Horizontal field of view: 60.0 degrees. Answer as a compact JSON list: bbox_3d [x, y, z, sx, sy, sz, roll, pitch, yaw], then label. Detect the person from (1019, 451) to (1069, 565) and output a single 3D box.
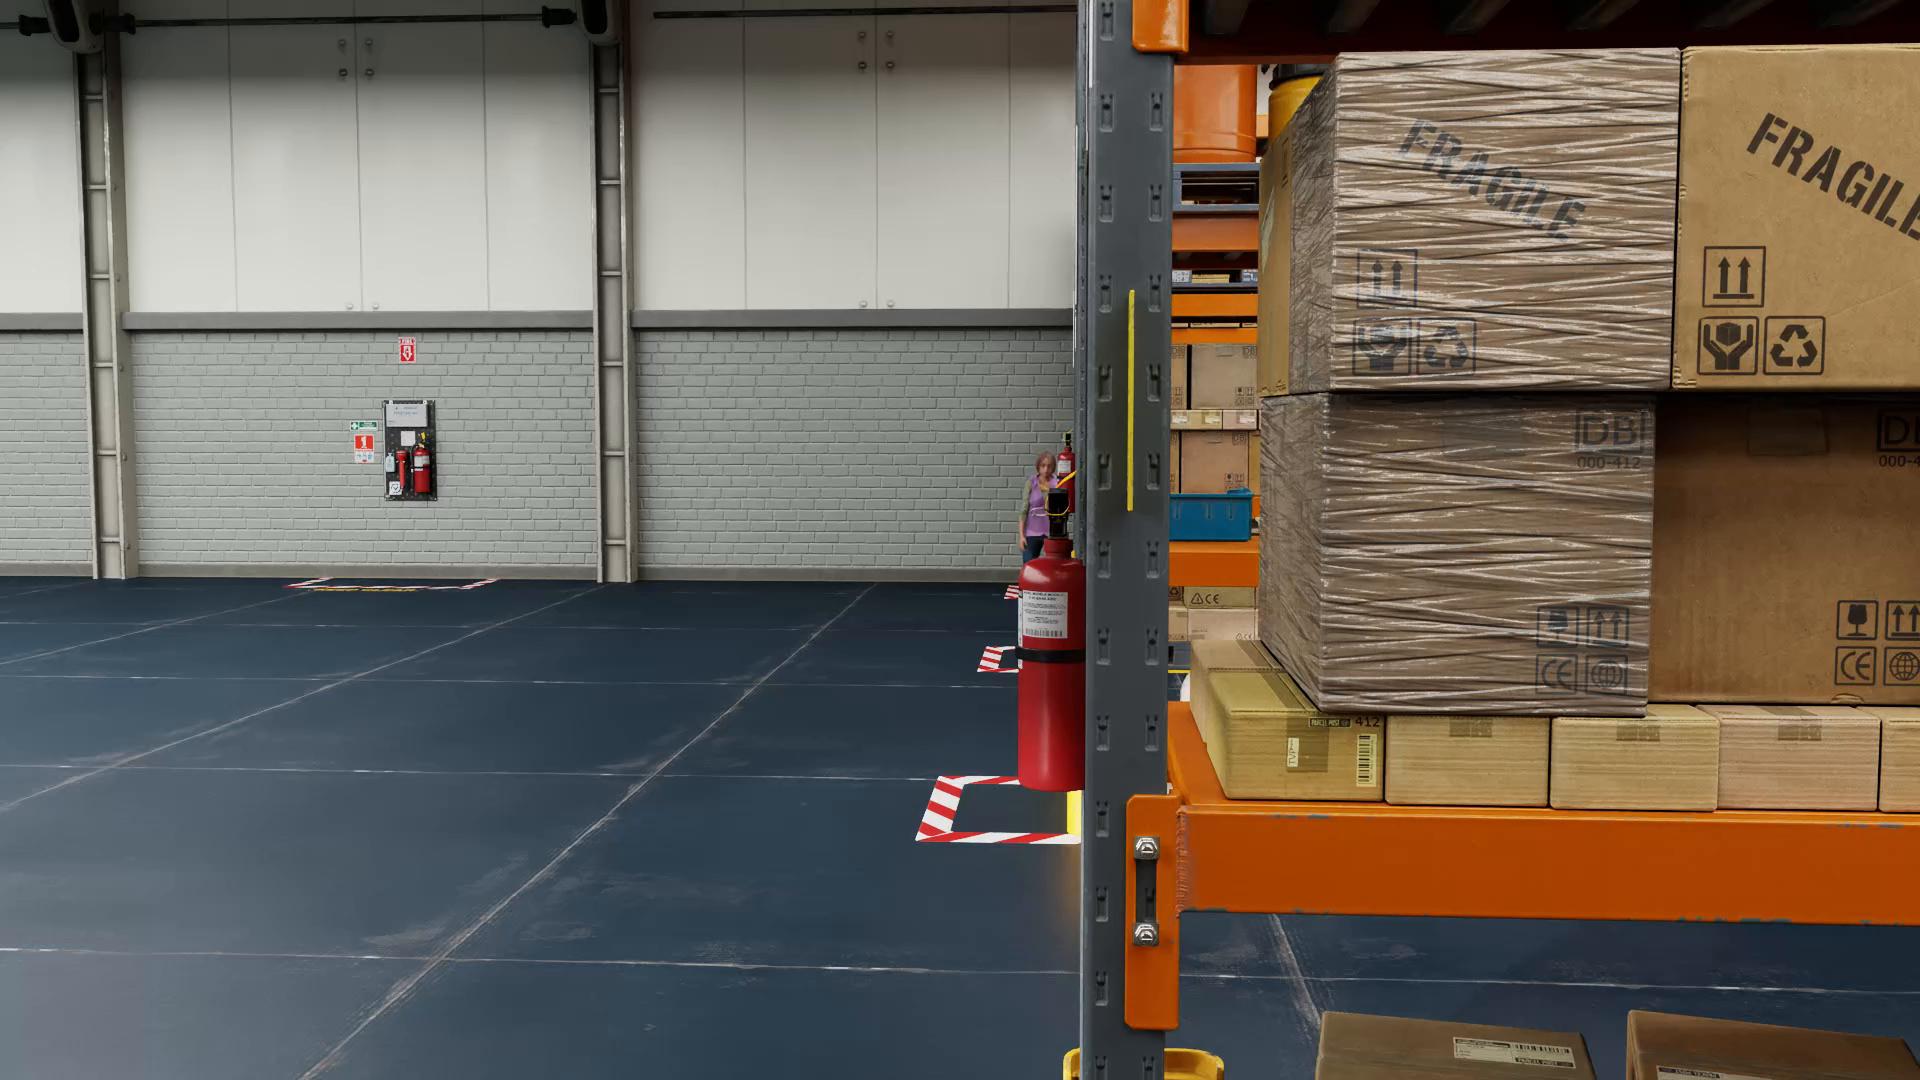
[{"bbox_3d":[0.752,-0.004,14.926,0.464,1.591,0.345,0,4,1],"label":"person"}]
